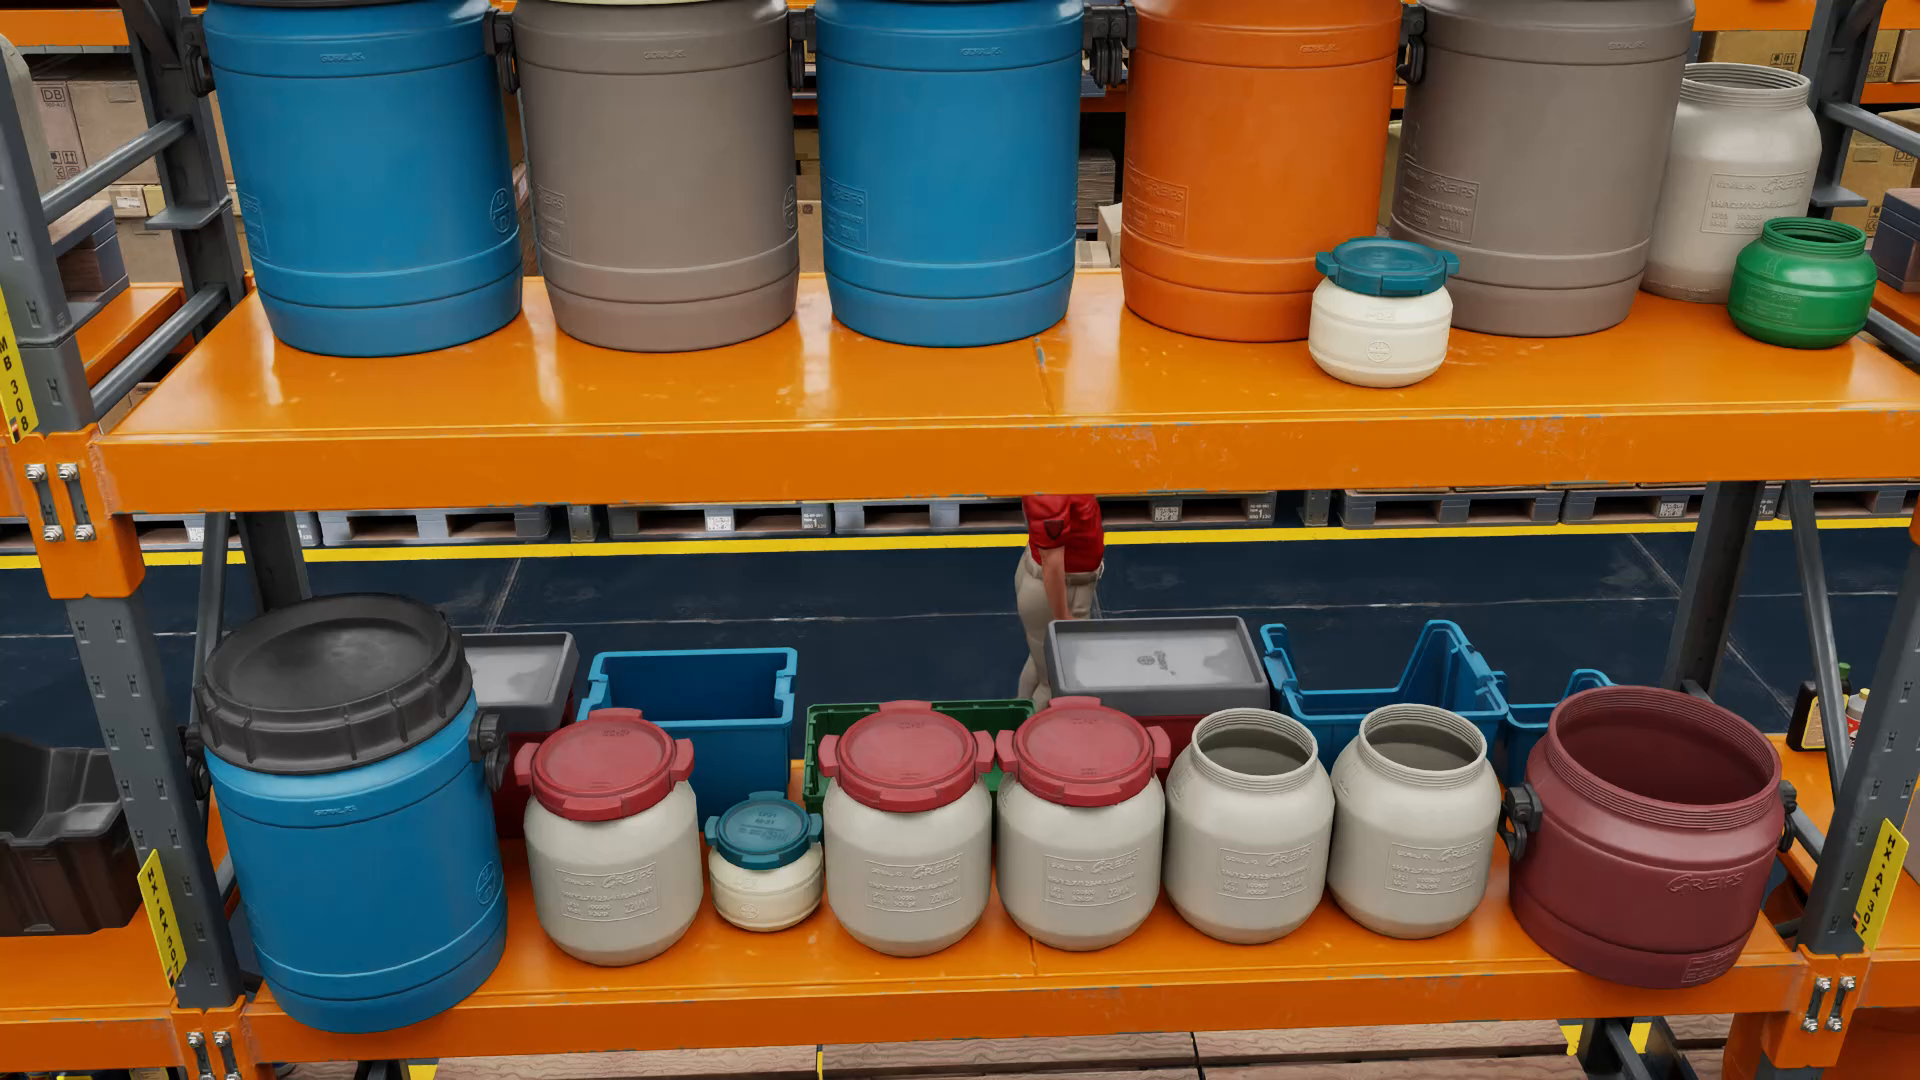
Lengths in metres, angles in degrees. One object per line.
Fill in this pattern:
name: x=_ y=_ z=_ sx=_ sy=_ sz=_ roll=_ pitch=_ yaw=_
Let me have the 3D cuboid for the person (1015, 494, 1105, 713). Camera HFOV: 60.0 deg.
person: x=0.401 y=0.210 z=6.763 sx=0.368 sy=1.743 sz=0.526 roll=-1 pitch=27 yaw=-1
